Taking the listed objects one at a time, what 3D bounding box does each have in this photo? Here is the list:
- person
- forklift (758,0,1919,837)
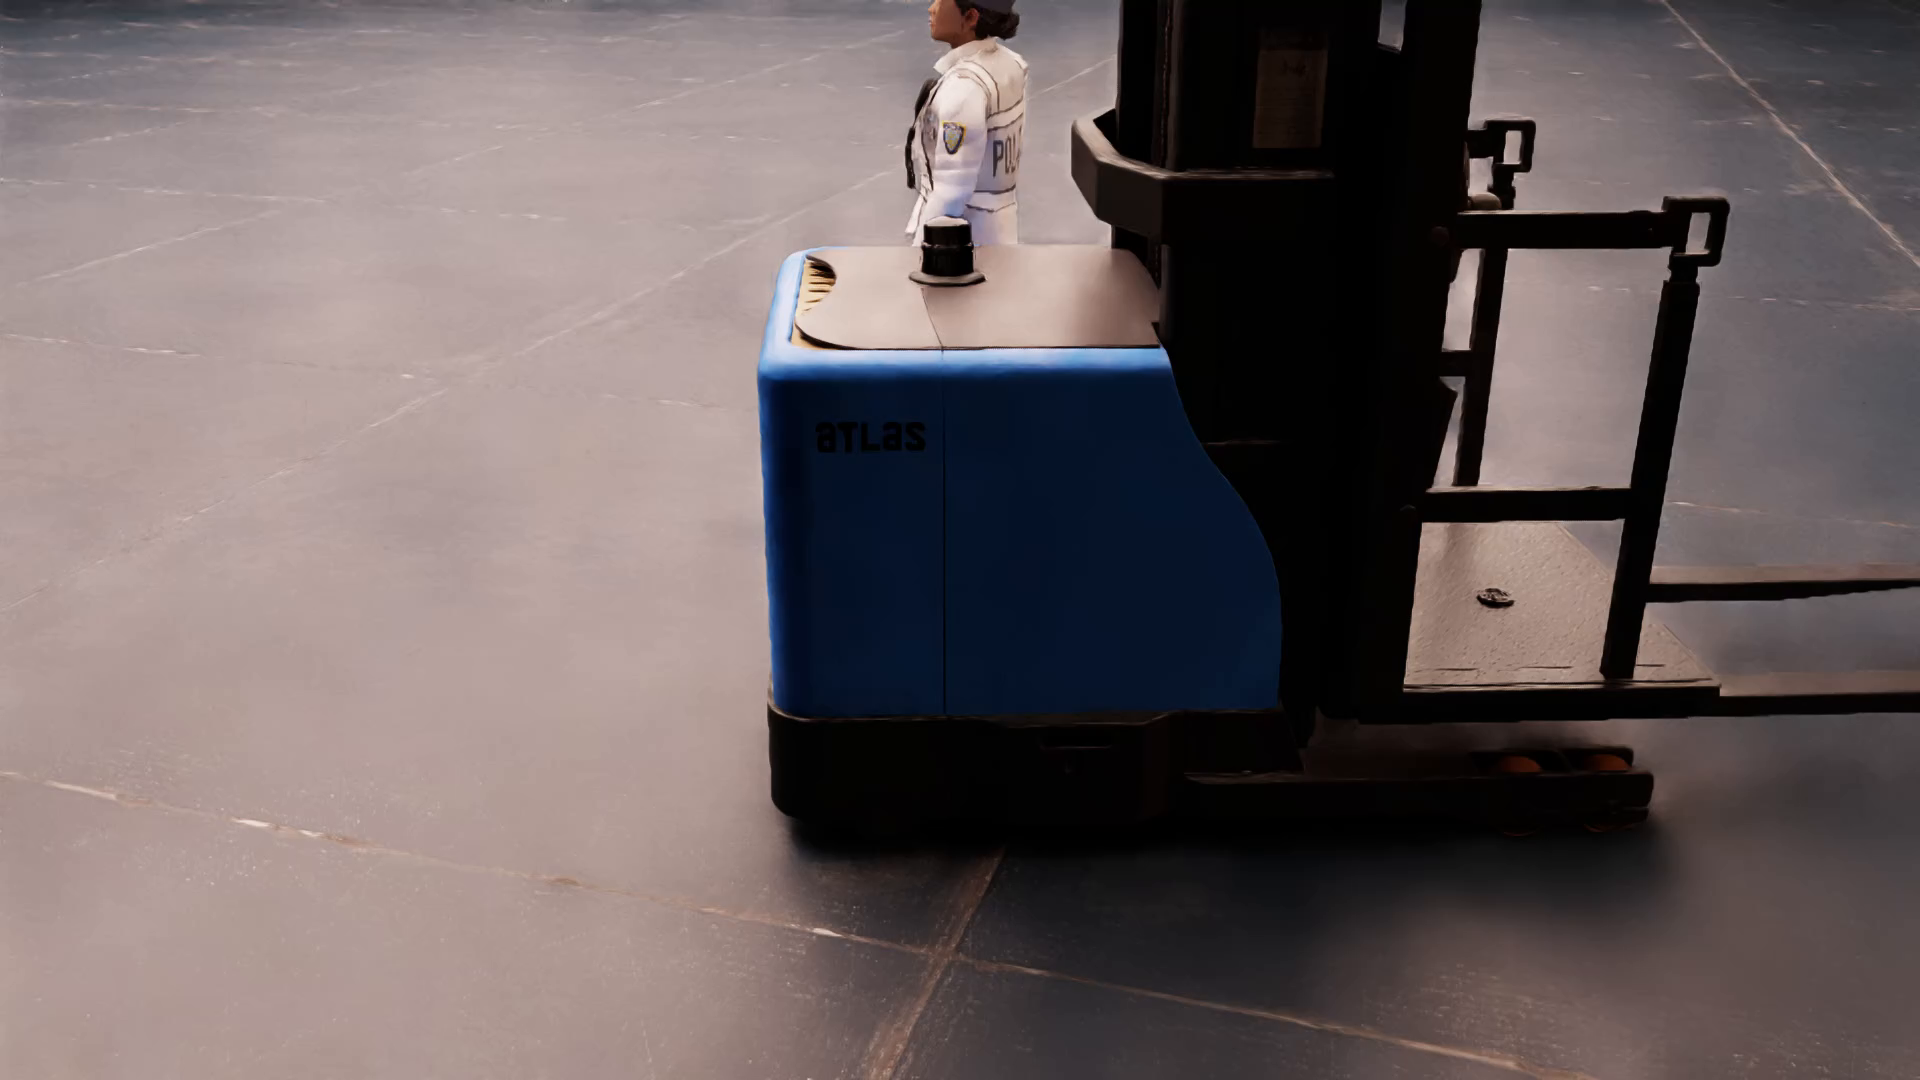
[{"bbox_3d":[-0.061,-0.837,4.804,0.534,1.695,0.586,7,23,16],"label":"person"},{"bbox_3d":[1.089,-0.921,3.510,3.031,2.935,1.130,-1,22,-2],"label":"forklift"}]
